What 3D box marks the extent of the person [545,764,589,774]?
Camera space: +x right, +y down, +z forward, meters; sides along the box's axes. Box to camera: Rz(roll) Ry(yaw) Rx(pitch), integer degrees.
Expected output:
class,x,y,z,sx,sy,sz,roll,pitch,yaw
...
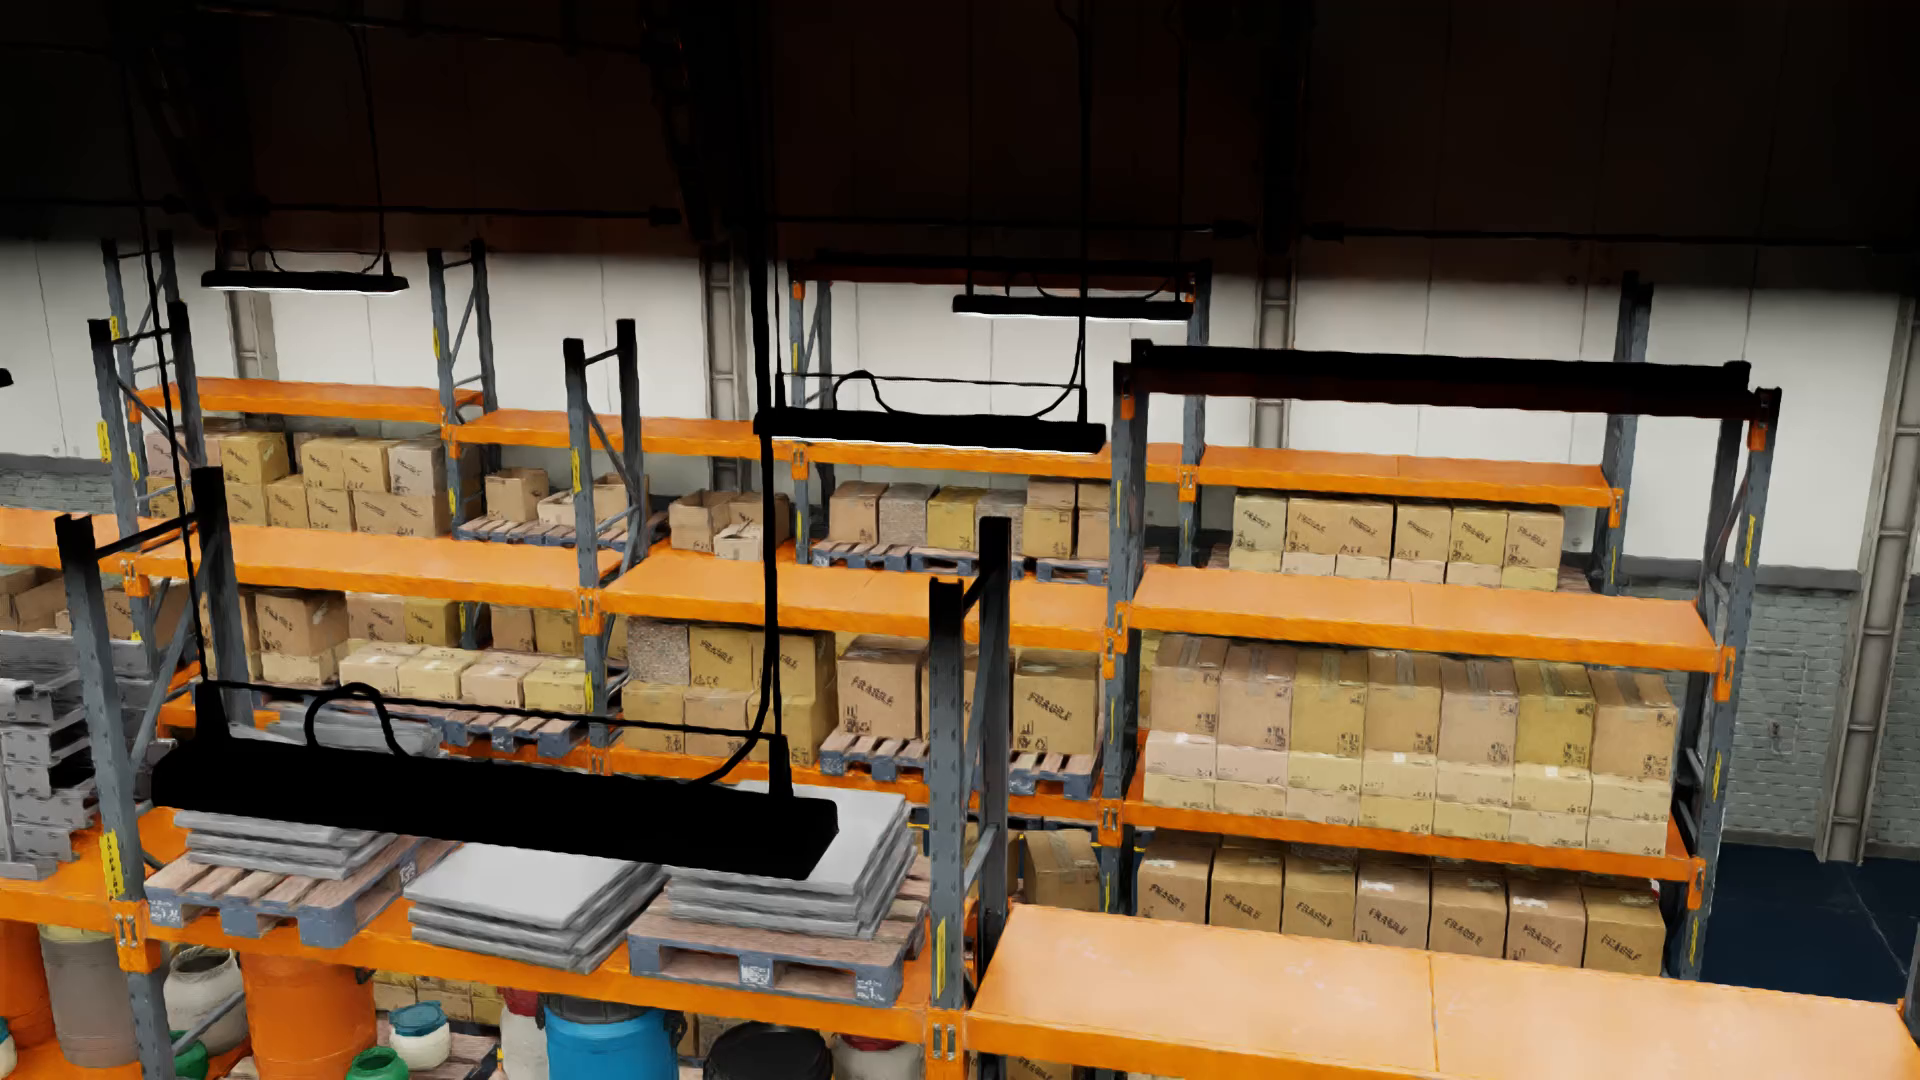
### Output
class,x,y,z,sx,sy,sz,roll,pitch,yaw
person,-4.159,2.209,17.729,1.044,1.736,0.567,4,17,12
